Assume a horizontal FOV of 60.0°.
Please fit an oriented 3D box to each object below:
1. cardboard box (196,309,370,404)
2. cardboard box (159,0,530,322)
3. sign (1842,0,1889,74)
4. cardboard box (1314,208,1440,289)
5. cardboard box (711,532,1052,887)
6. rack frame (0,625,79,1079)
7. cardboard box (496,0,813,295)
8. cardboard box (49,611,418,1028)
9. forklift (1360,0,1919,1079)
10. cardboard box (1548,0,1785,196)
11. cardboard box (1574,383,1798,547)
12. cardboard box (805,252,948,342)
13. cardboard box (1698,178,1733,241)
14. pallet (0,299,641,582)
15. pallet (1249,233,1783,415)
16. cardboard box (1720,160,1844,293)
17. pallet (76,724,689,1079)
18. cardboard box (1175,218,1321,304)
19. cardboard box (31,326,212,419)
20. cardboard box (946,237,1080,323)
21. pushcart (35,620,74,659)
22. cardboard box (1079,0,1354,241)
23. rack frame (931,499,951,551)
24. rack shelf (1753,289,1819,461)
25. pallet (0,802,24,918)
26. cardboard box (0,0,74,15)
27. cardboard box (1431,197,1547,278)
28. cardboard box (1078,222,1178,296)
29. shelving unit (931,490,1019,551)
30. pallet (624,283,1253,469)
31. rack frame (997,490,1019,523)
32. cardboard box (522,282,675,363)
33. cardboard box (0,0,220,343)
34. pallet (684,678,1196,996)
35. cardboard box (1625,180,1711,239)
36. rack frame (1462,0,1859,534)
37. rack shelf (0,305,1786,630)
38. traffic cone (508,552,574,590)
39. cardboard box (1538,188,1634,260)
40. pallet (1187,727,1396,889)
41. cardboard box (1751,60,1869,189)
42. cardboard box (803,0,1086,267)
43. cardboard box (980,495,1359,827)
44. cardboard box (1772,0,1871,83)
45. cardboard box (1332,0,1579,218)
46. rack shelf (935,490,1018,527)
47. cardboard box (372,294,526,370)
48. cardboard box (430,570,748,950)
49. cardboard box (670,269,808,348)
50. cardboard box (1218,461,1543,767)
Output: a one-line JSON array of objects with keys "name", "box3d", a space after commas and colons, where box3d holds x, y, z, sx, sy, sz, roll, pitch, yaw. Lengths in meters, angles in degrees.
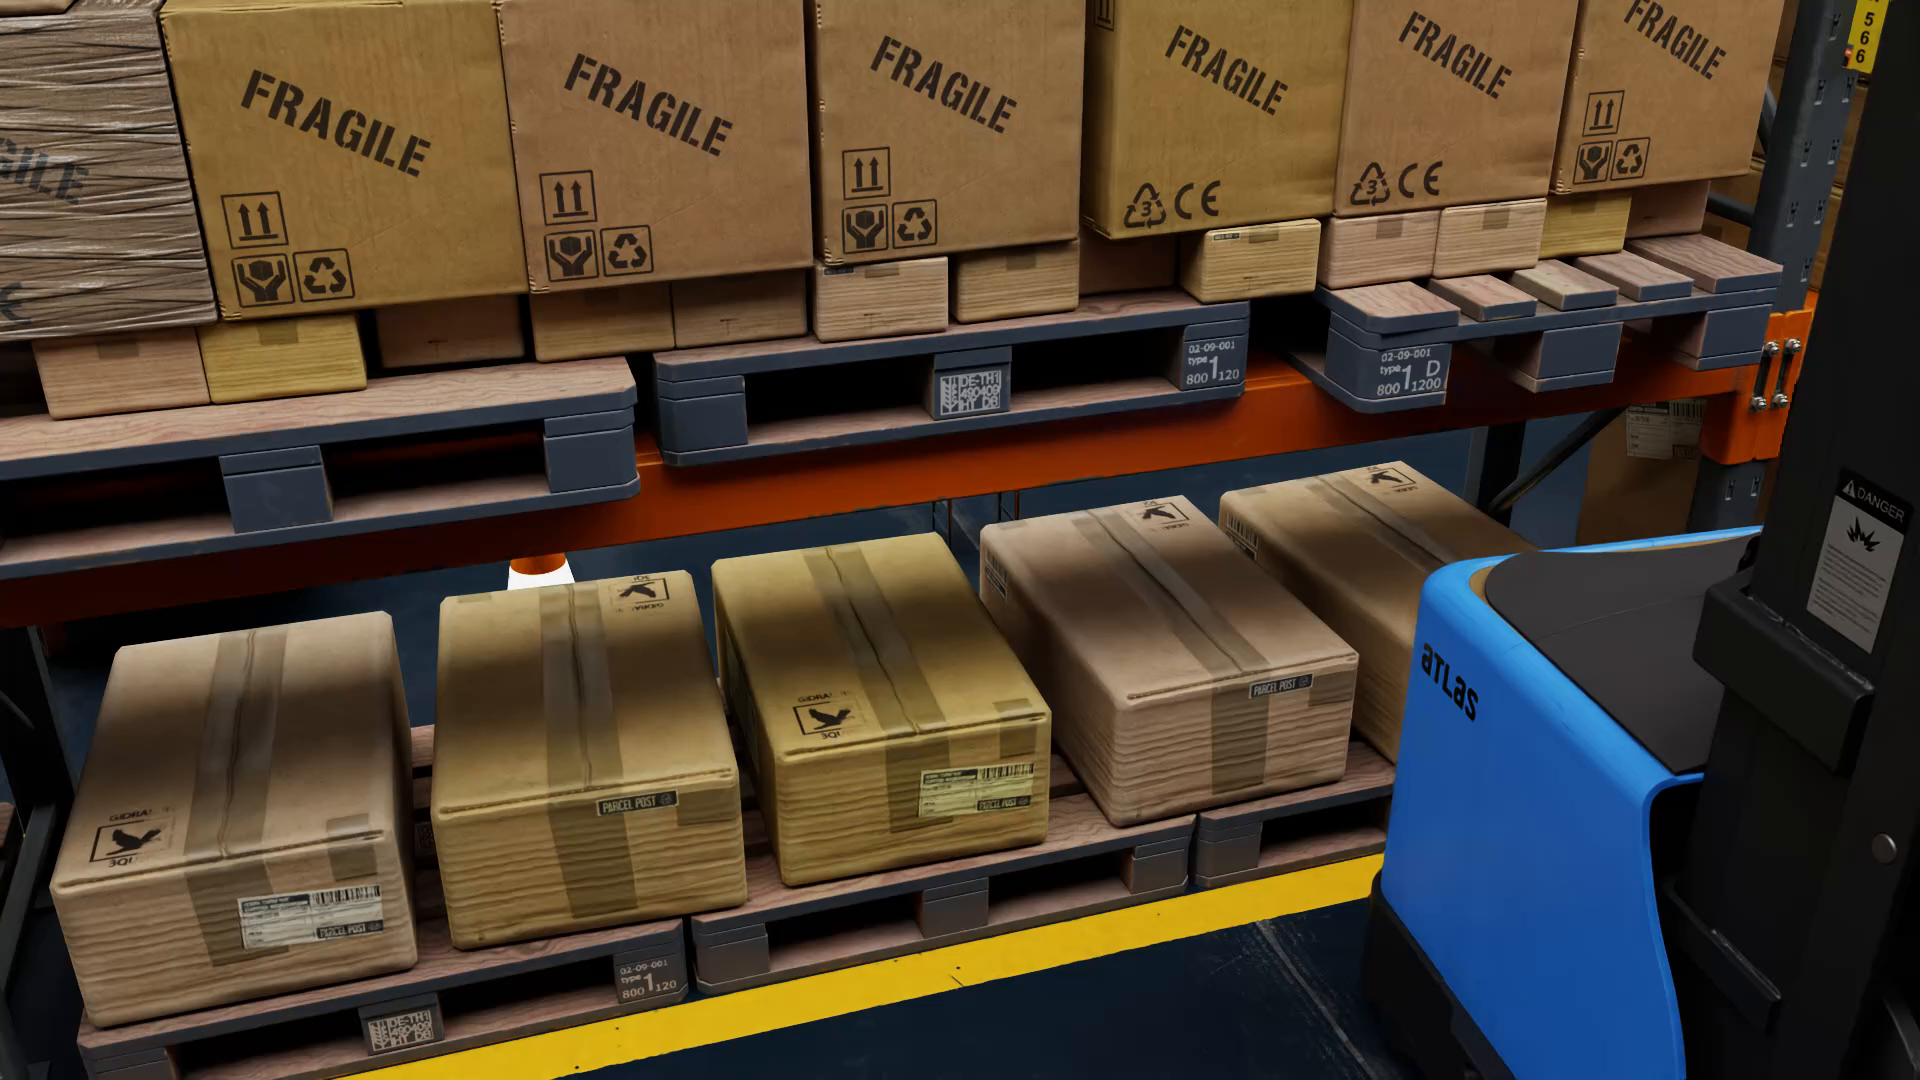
[{"name": "cardboard box", "box3d": [-1.200, -0.391, 2.974, 0.250, 0.149, 0.380, -8, 27, -15]}, {"name": "cardboard box", "box3d": [-1.053, -0.720, 2.909, 0.500, 0.500, 0.500, -8, 28, -16]}, {"name": "sign", "box3d": [1.917, -1.148, 3.475, 0.005, 0.325, 0.100, -8, 28, -16]}, {"name": "cardboard box", "box3d": [0.801, -0.671, 3.539, 0.250, 0.149, 0.380, -10, 28, -19]}, {"name": "cardboard box", "box3d": [-0.223, 0.377, 4.100, 0.625, 0.372, 0.950, -7, 27, -14]}, {"name": "rack frame", "box3d": [-2.064, -0.342, 3.065, 0.127, 3.000, 1.000, -8, 28, -16]}, {"name": "cardboard box", "box3d": [-0.579, -0.783, 3.034, 0.500, 0.500, 0.500, -8, 28, -16]}, {"name": "cardboard box", "box3d": [-1.566, 0.574, 3.704, 0.625, 0.372, 0.950, -8, 27, -15]}, {"name": "forklift", "box3d": [1.721, 0.280, 1.890, 1.130, 2.935, 3.031, -6, 27, -12]}, {"name": "cardboard box", "box3d": [1.393, -1.079, 3.630, 0.500, 0.500, 0.500, -9, 28, -18]}, {"name": "cardboard box", "box3d": [2.422, -0.189, 4.675, 0.875, 0.875, 0.875, -8, 28, -17]}, {"name": "cardboard box", "box3d": [-0.193, -0.528, 3.250, 0.250, 0.149, 0.380, -7, 27, -14]}, {"name": "cardboard box", "box3d": [2.140, -1.005, 4.569, 0.500, 0.250, 0.500, -9, 28, -18]}, {"name": "pallet", "box3d": [-1.292, -0.300, 3.196, 1.213, 0.211, 1.003, -8, 28, -16]}, {"name": "pallet", "box3d": [1.095, -0.664, 3.929, 1.003, 0.211, 1.213, -8, 28, -16]}, {"name": "cardboard box", "box3d": [2.283, -0.786, 4.130, 0.500, 0.250, 0.500, -9, 28, -17]}, {"name": "pallet", "box3d": [-1.324, 0.799, 3.902, 1.213, 0.211, 1.003, -8, 28, -16]}, {"name": "cardboard box", "box3d": [0.543, -0.627, 3.451, 0.250, 0.149, 0.380, -8, 27, -15]}, {"name": "cardboard box", "box3d": [-1.440, -0.360, 2.912, 0.250, 0.149, 0.380, -8, 27, -15]}, {"name": "cardboard box", "box3d": [0.052, -0.577, 3.349, 0.250, 0.149, 0.380, -9, 28, -18]}, {"name": "pushcart", "box3d": [-2.817, -0.124, 5.576, 0.936, 0.377, 1.648, -19, 32, -33]}, {"name": "cardboard box", "box3d": [0.426, -0.933, 3.336, 0.500, 0.500, 0.500, -10, 28, -20]}, {"name": "rack frame", "box3d": [-0.065, -0.461, 5.498, 0.008, 1.050, 0.200, -8, 28, -16]}, {"name": "rack shelf", "box3d": [3.641, -0.846, 4.889, 4.000, 0.370, 1.077, -8, 28, -16]}, {"name": "pallet", "box3d": [-2.691, 1.015, 3.469, 1.213, 0.211, 1.003, -8, 28, -16]}, {"name": "cardboard box", "box3d": [-1.507, -0.914, 2.568, 0.250, 0.149, 0.380, -8, 28, -16]}, {"name": "cardboard box", "box3d": [1.043, -0.702, 3.602, 0.250, 0.149, 0.380, -8, 28, -17]}, {"name": "cardboard box", "box3d": [0.265, -0.646, 3.488, 0.250, 0.149, 0.380, -8, 28, -16]}, {"name": "shelving unit", "box3d": [0.051, -0.478, 5.531, 0.252, 1.050, 0.215, -8, 28, -16]}, {"name": "pallet", "box3d": [-0.130, -0.517, 3.633, 1.213, 0.211, 1.003, -8, 28, -16]}, {"name": "rack frame", "box3d": [0.167, -0.494, 5.565, 0.008, 1.050, 0.200, -8, 28, -16]}, {"name": "cardboard box", "box3d": [-0.697, -0.480, 3.153, 0.250, 0.149, 0.380, -8, 27, -15]}, {"name": "cardboard box", "box3d": [-1.529, -0.651, 2.769, 0.500, 0.500, 0.500, -8, 27, -15]}, {"name": "pallet", "box3d": [-0.162, 0.630, 4.244, 1.213, 0.211, 1.003, -8, 28, -16]}, {"name": "cardboard box", "box3d": [1.501, -0.824, 3.846, 0.250, 0.149, 0.380, -7, 27, -14]}, {"name": "rack frame", "box3d": [1.740, -0.893, 4.175, 0.127, 3.000, 1.000, -8, 28, -16]}, {"name": "rack shelf", "box3d": [-0.162, -0.295, 3.780, 4.000, 0.370, 1.077, -8, 28, -16]}, {"name": "traffic cone", "box3d": [-1.318, 0.032, 5.166, 0.334, 0.463, 0.336, -8, 28, -16]}, {"name": "cardboard box", "box3d": [1.268, -0.756, 3.710, 0.250, 0.149, 0.380, -8, 27, -15]}, {"name": "pallet", "box3d": [0.996, 0.463, 4.579, 1.213, 0.211, 1.003, -8, 28, -16]}, {"name": "cardboard box", "box3d": [2.298, -1.015, 4.027, 0.500, 0.250, 0.500, -8, 28, -16]}, {"name": "cardboard box", "box3d": [-0.094, -0.858, 3.186, 0.500, 0.500, 0.500, -9, 28, -18]}, {"name": "cardboard box", "box3d": [0.500, 0.275, 4.306, 0.625, 0.372, 0.950, -9, 28, -17]}, {"name": "cardboard box", "box3d": [2.284, -1.350, 3.859, 0.500, 0.500, 0.500, -9, 28, -18]}, {"name": "cardboard box", "box3d": [0.905, -1.003, 3.477, 0.500, 0.500, 0.500, -9, 28, -17]}, {"name": "rack shelf", "box3d": [0.051, -0.219, 5.660, 0.240, 0.259, 0.215, -8, 28, -16]}, {"name": "cardboard box", "box3d": [-0.954, -0.462, 3.117, 0.250, 0.149, 0.380, -6, 27, -13]}, {"name": "cardboard box", "box3d": [-0.883, 0.473, 3.906, 0.625, 0.372, 0.950, -7, 27, -13]}, {"name": "cardboard box", "box3d": [-0.461, -0.513, 3.220, 0.250, 0.149, 0.380, -8, 28, -16]}, {"name": "cardboard box", "box3d": [1.199, 0.170, 4.517, 0.625, 0.372, 0.950, -10, 28, -20]}]
